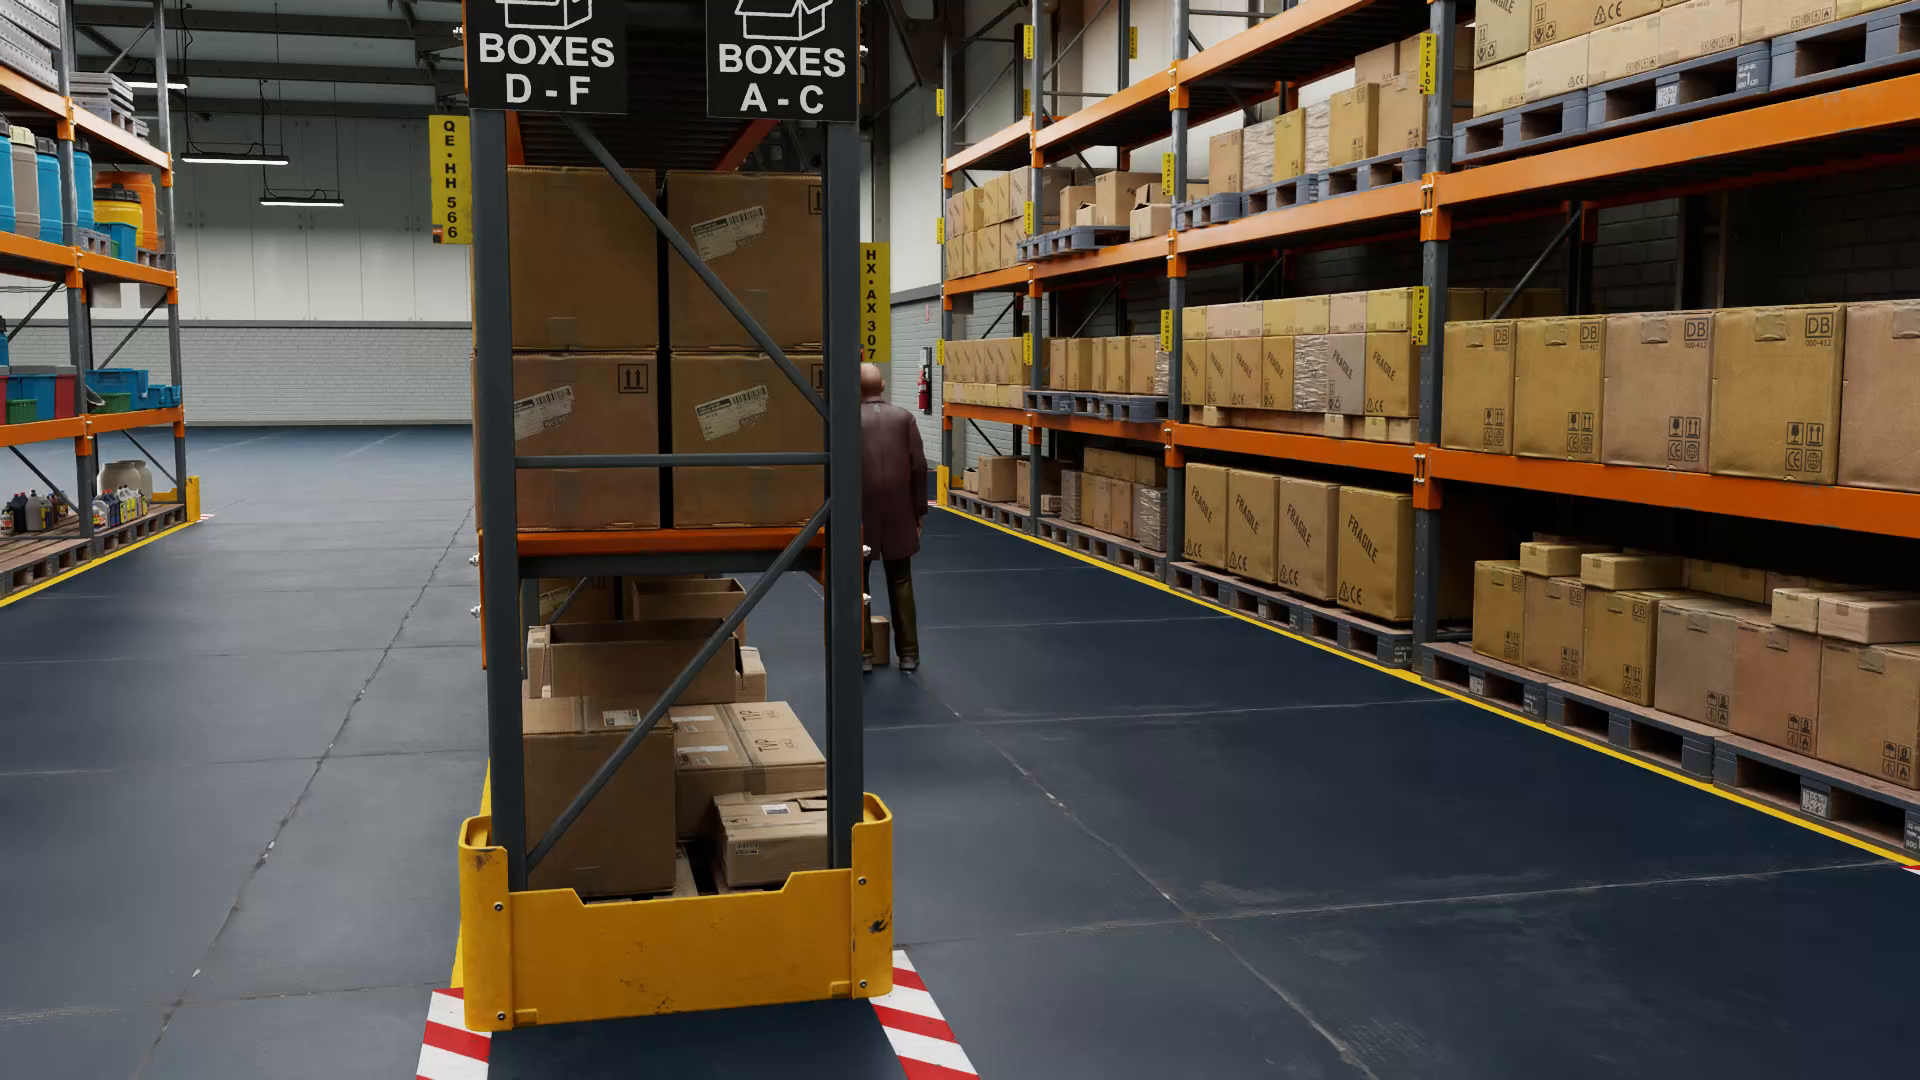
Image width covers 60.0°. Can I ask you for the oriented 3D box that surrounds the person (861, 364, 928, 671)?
[{"bbox_3d":[-0.502,-0.133,9.653,0.652,1.773,0.430,-2,6,-17],"label":"person"}]
